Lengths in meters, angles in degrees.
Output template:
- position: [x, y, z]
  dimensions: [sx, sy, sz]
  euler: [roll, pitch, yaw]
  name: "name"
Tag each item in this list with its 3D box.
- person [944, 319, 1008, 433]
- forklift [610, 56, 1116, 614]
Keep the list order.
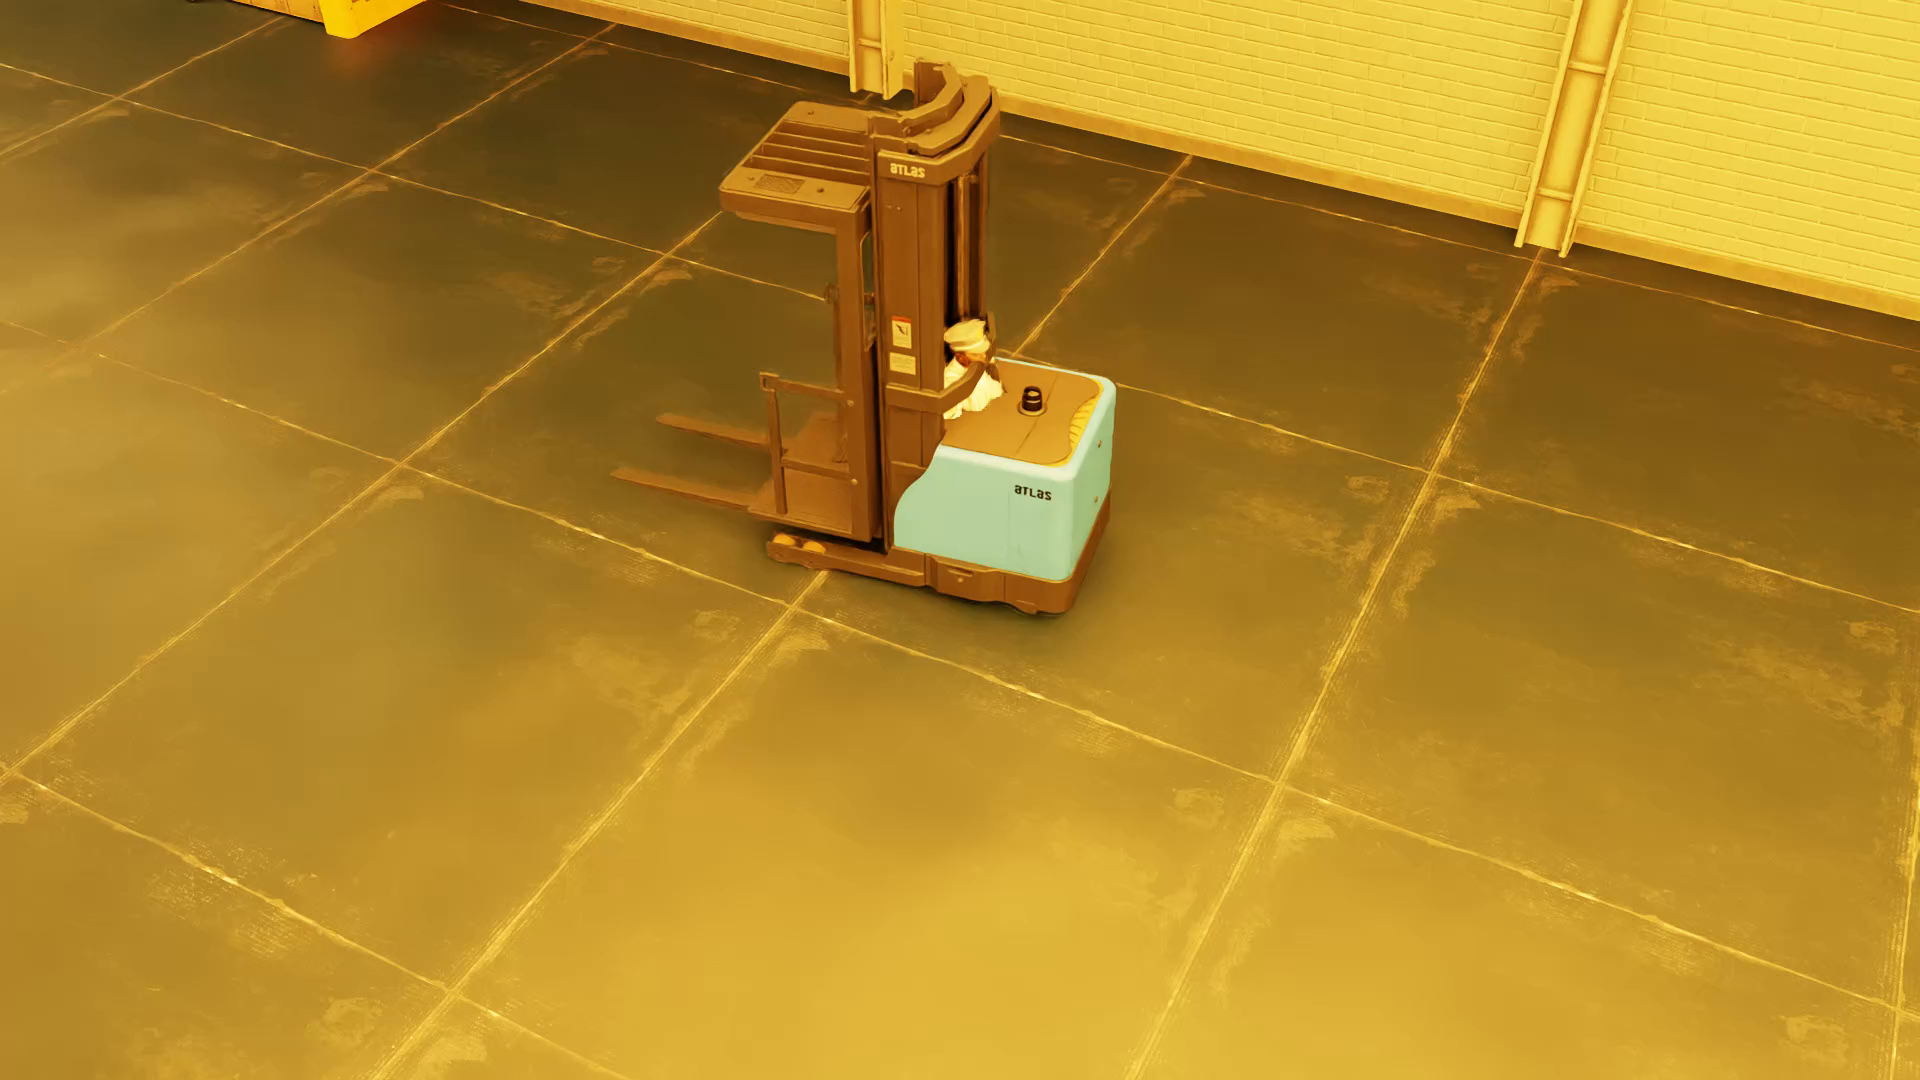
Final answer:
- position: [0.132, -0.534, 9.656]
  dimensions: [0.563, 1.588, 0.692]
  euler: [27, 47, 29]
  name: "person"
- position: [-0.650, -1.254, 9.476]
  dimensions: [3.031, 2.935, 1.130]
  euler: [12, 42, 14]
  name: "forklift"
